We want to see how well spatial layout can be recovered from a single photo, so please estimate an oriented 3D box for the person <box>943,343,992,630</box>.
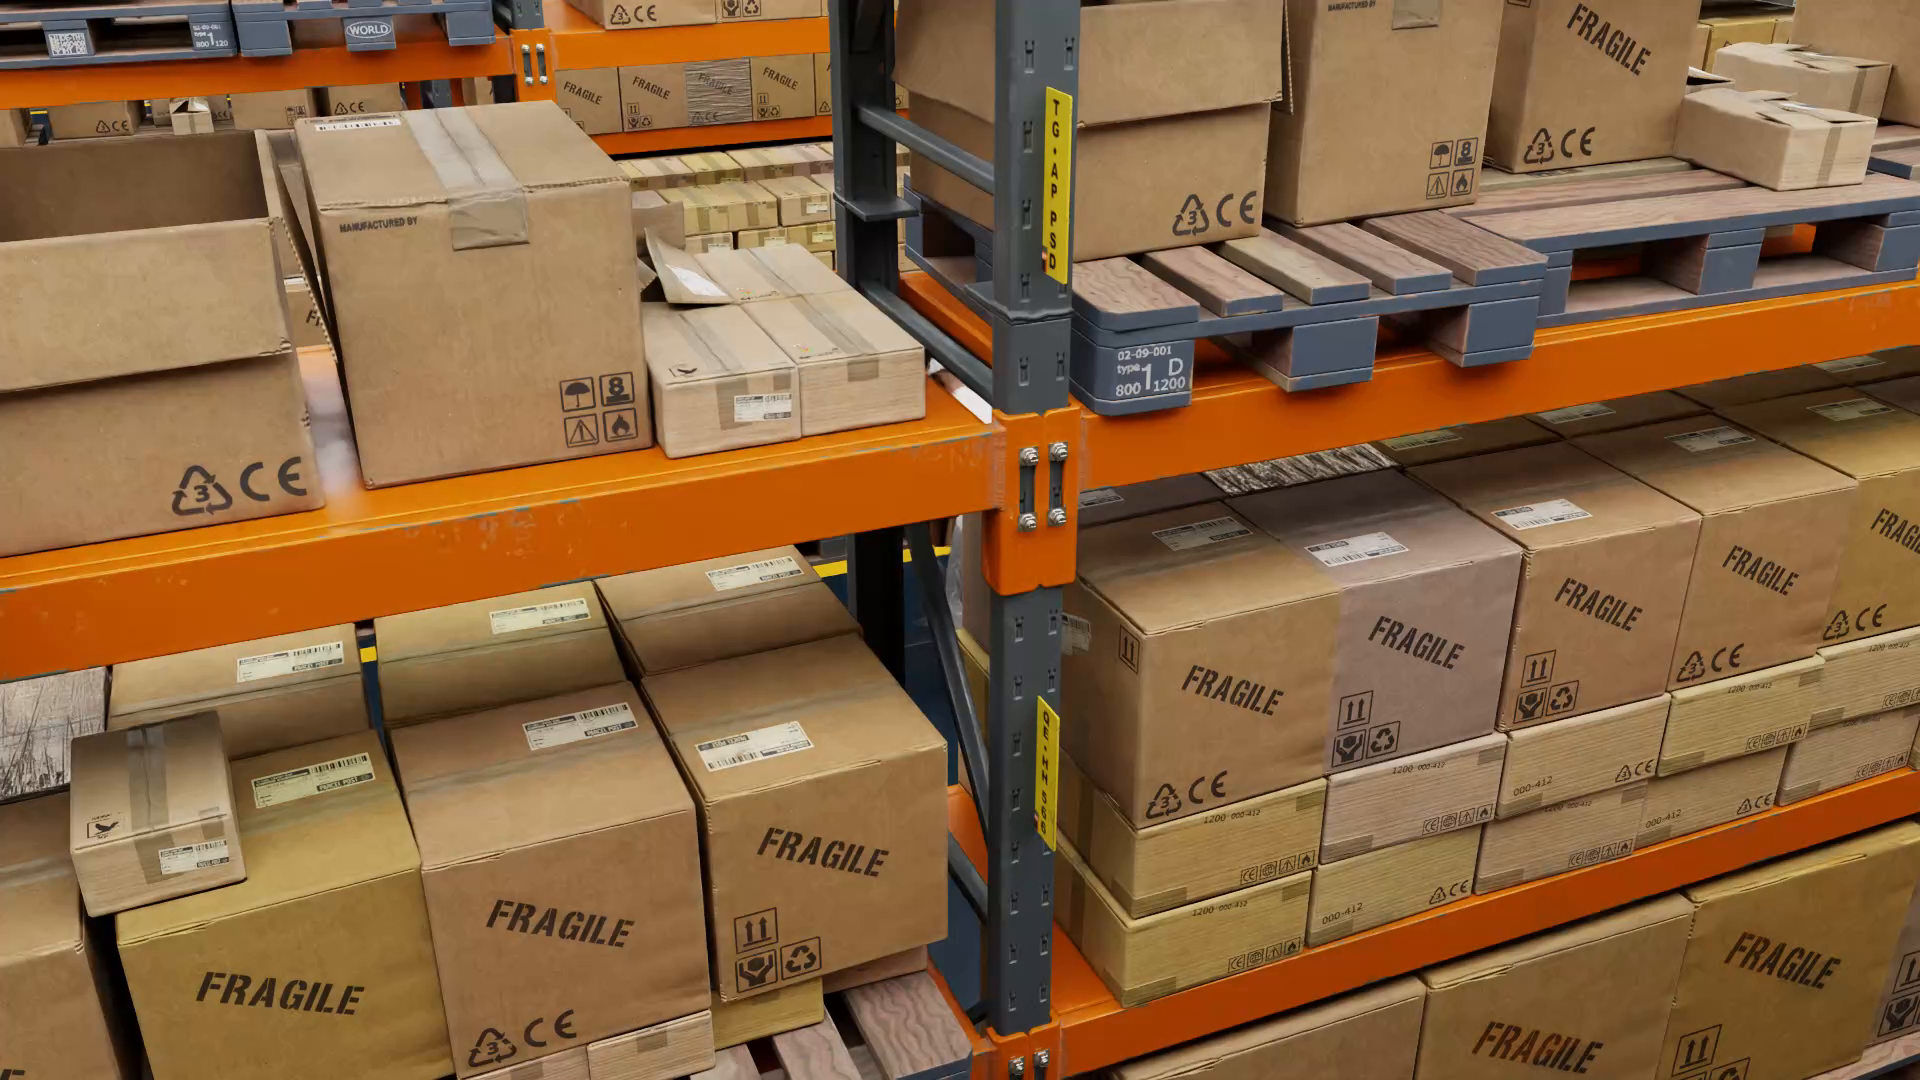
[{"bbox_3d":[0.116,-0.139,7.408,0.501,1.733,0.600,-11,28,-21],"label":"person"}]
